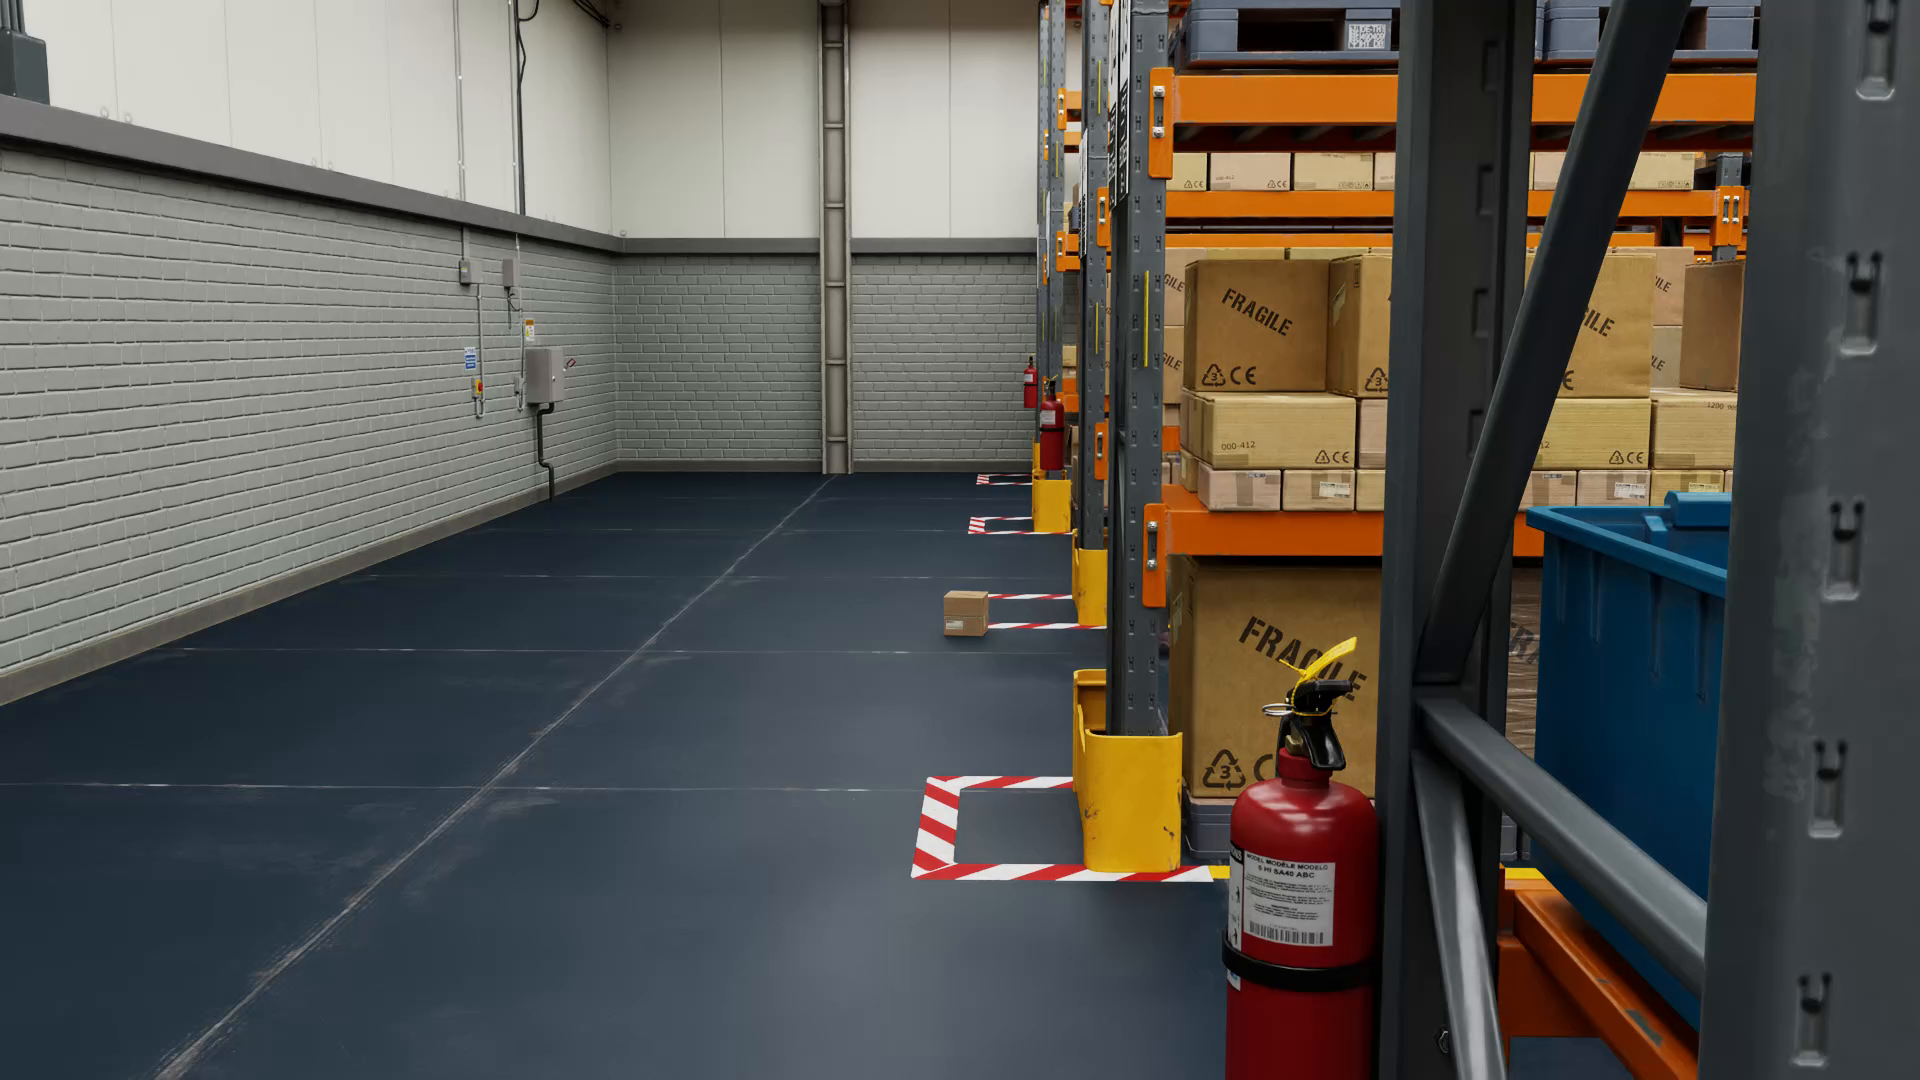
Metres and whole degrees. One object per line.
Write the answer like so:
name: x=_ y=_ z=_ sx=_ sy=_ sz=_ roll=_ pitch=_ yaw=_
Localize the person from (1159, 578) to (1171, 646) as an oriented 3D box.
person: x=1.593 y=-0.136 z=9.805 sx=1.035 sy=1.587 sz=0.480 roll=0 pitch=7 yaw=-1
